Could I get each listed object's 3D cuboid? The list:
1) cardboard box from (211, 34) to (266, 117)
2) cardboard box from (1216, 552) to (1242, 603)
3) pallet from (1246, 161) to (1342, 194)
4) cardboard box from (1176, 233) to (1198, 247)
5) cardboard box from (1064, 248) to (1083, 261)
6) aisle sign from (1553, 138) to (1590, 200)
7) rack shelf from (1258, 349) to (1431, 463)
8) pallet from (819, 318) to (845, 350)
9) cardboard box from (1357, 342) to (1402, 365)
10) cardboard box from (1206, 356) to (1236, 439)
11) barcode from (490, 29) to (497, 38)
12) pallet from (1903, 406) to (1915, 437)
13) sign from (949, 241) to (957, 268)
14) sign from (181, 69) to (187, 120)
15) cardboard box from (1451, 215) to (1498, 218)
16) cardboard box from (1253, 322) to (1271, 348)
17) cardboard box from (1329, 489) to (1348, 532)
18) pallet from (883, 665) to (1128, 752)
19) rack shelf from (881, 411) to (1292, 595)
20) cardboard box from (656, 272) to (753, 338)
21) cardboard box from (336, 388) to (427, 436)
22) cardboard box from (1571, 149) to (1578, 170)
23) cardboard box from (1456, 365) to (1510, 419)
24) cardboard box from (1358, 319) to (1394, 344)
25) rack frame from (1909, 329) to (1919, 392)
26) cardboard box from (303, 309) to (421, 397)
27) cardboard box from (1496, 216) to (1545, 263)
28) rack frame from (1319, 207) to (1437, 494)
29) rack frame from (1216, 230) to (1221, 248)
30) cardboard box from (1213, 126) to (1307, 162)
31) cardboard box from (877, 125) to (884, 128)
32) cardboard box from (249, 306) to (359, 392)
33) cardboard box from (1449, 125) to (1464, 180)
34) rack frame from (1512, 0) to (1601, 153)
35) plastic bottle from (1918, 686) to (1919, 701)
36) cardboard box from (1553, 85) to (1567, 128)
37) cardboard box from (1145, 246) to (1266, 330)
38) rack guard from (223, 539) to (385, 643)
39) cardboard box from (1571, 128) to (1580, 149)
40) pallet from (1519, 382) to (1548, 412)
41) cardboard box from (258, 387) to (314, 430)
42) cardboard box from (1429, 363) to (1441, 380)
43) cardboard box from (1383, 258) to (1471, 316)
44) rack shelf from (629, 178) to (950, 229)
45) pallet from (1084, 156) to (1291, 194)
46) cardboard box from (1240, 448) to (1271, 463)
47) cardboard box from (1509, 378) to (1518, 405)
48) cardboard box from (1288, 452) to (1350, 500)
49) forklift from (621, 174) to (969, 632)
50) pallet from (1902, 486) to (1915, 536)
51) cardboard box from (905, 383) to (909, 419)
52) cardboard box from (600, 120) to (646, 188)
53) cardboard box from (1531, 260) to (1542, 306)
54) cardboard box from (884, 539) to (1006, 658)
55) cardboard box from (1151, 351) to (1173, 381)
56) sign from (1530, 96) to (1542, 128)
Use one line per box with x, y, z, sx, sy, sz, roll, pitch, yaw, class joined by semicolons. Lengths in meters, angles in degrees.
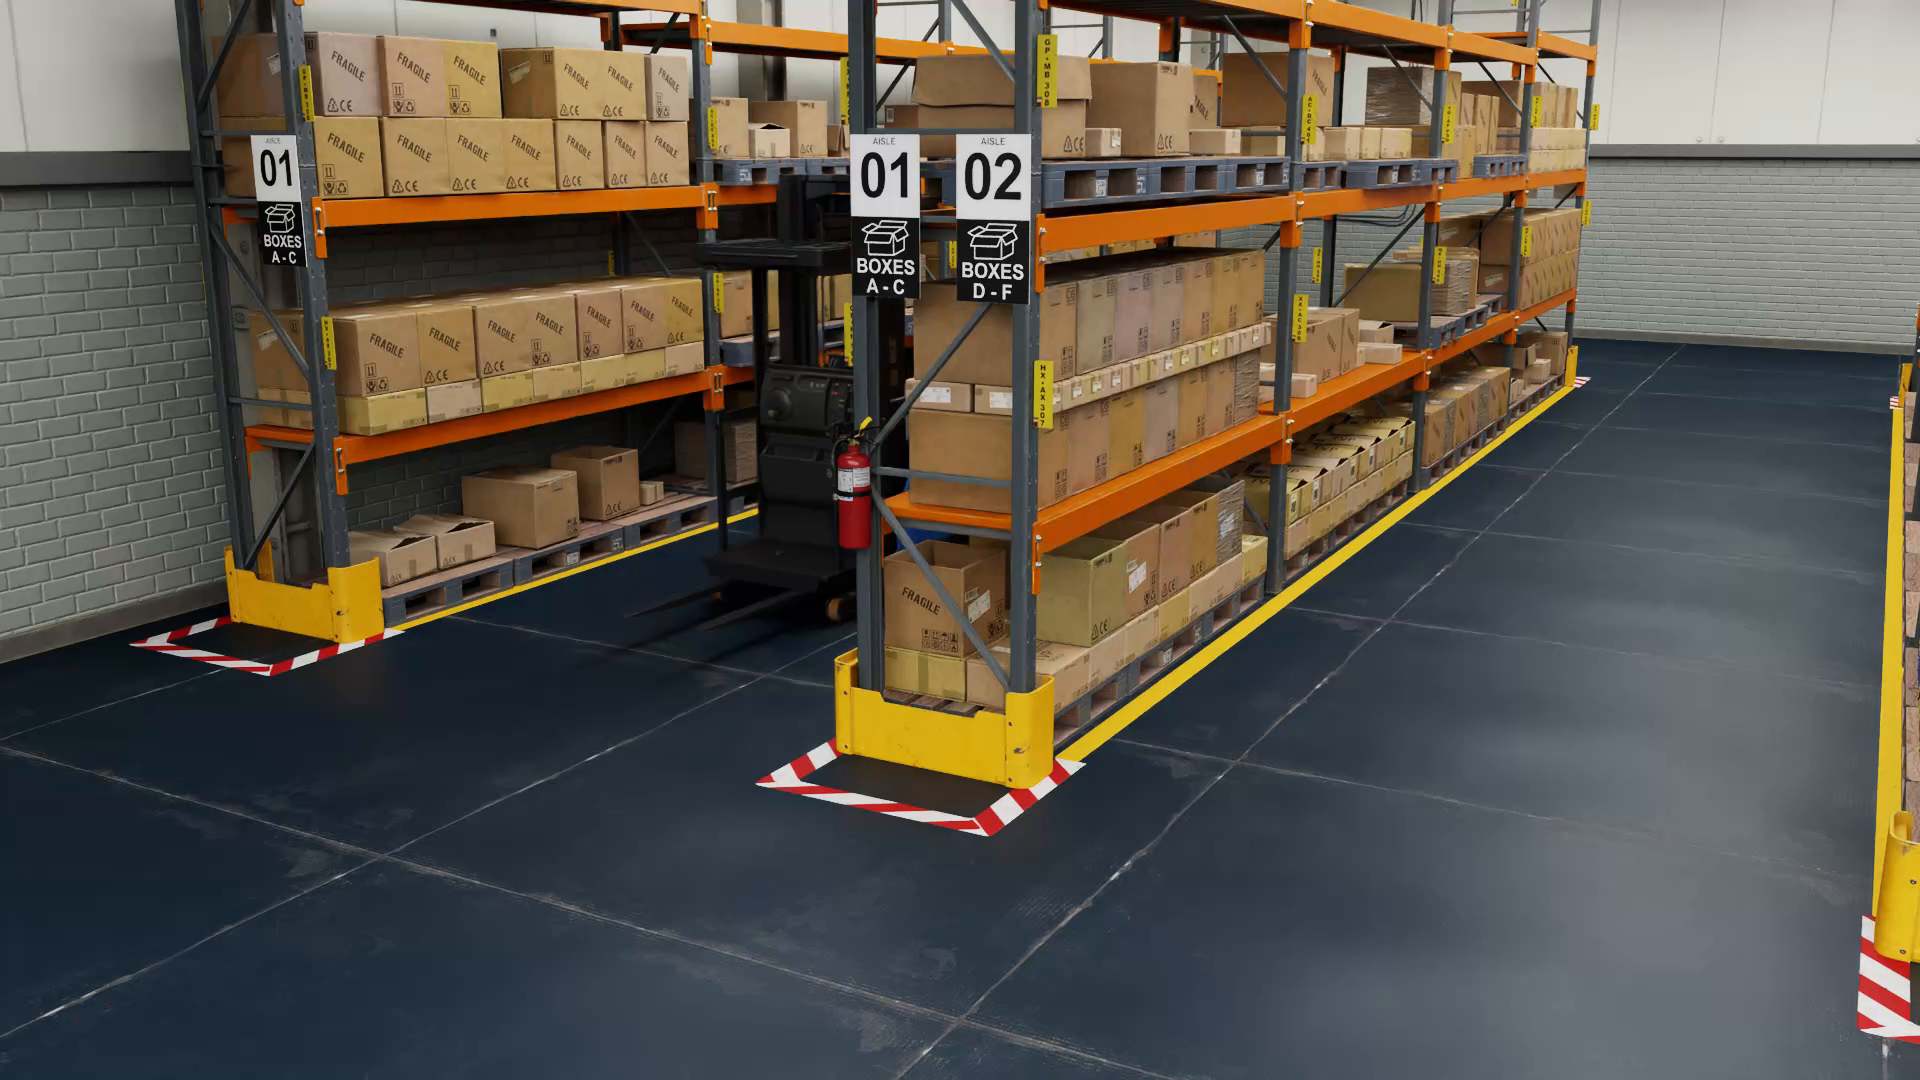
-4.439;-2.990;10.746;0.500;0.500;0.500;8;16;31;cardboard box
1.571;0.225;11.173;0.500;0.250;0.500;7;15;28;cardboard box
2.269;-2.677;12.245;0.805;0.209;1.217;7;15;26;pallet
2.737;-4.041;23.256;0.980;0.700;0.700;7;15;28;cardboard box
1.142;-3.305;19.952;0.500;0.500;0.500;8;15;28;cardboard box
7.956;-4.834;21.639;0.394;0.787;0.004;7;15;28;aisle sign
2.821;-1.190;13.604;1.077;0.370;4.000;7;15;28;rack shelf
-1.472;-2.006;15.865;1.003;0.211;1.213;7;15;28;pallet
3.594;-1.612;14.356;0.380;0.149;0.250;7;15;28;cardboard box
1.395;-0.977;10.974;0.700;0.500;0.500;7;15;27;cardboard box
-3.533;-3.835;12.588;0.001;0.075;0.075;7;15;28;barcode
10.966;-1.260;18.308;1.003;0.211;1.213;7;15;28;pallet
-0.071;-2.975;17.173;0.100;0.325;0.005;7;15;28;sign
-4.894;-2.825;10.561;0.100;0.325;0.005;7;15;28;sign
5.984;-3.544;19.486;0.500;0.500;0.500;7;15;27;cardboard box
1.910;-1.413;11.398;0.380;0.149;0.250;7;15;28;cardboard box
2.762;-0.263;13.194;0.500;0.250;0.500;7;15;26;cardboard box
0.253;0.885;9.411;1.003;0.211;1.213;7;15;28;pallet
0.887;-0.369;10.200;1.077;0.370;4.000;7;15;28;rack shelf
-2.209;-2.053;14.496;0.700;0.500;0.500;7;15;28;cardboard box
-3.904;-0.870;11.020;0.500;0.250;0.500;7;15;26;cardboard box
7.386;-4.740;20.714;0.500;0.250;0.500;7;15;28;cardboard box
5.733;-1.636;18.313;0.500;0.500;0.500;7;15;28;cardboard box
3.573;-1.837;14.943;0.500;0.311;0.500;9;16;32;cardboard box
11.989;-3.029;19.699;1.000;3.000;0.127;7;15;28;rack frame
-3.924;-1.234;10.931;0.500;0.500;0.500;7;15;28;cardboard box
6.444;-3.476;19.205;0.500;0.500;0.500;7;15;26;cardboard box
3.787;-1.950;15.222;1.000;3.000;0.127;7;15;28;rack frame
3.317;-4.152;24.355;1.000;3.000;0.127;7;15;28;rack frame
2.160;-2.844;11.954;0.500;0.250;0.500;9;16;34;cardboard box
-1.100;-3.905;16.676;0.500;0.500;0.500;7;15;28;cardboard box
-4.376;-1.291;11.167;0.500;0.500;0.500;7;15;27;cardboard box
4.215;-3.655;15.680;0.910;0.500;0.500;7;15;28;cardboard box
7.655;-6.508;21.327;1.000;3.000;0.127;7;15;28;rack frame
5.227;0.726;8.980;0.061;0.283;0.133;8;16;31;plastic bottle
6.957;-5.269;20.243;0.700;0.500;0.500;7;15;28;cardboard box
1.645;-1.717;11.273;0.700;0.500;0.500;7;15;28;cardboard box
-4.381;0.330;11.096;1.175;0.500;0.348;7;15;28;rack guard
7.388;-4.983;20.655;0.500;0.250;0.500;7;15;28;cardboard box
6.643;-1.807;20.579;1.003;0.211;1.213;7;15;28;pallet
-4.362;-0.924;11.243;0.500;0.250;0.500;8;16;29;cardboard box
4.790;-1.857;17.631;0.500;0.250;0.500;7;15;28;cardboard box
4.602;-2.511;16.438;0.700;0.500;0.500;11;17;38;cardboard box
-1.518;-3.209;15.577;1.077;0.370;4.000;7;15;28;rack shelf
1.464;-2.367;10.739;1.003;0.211;1.213;7;15;28;pallet
2.288;-0.595;13.374;0.500;0.311;0.500;7;15;28;cardboard box
6.113;-1.739;19.145;0.500;0.311;0.500;7;15;28;cardboard box
2.767;-0.534;13.124;0.500;0.311;0.500;7;15;26;cardboard box
-1.101;-0.993;11.398;1.130;2.935;3.031;8;16;30;forklift
8.466;-0.199;13.908;1.003;0.211;1.213;7;15;28;pallet
-0.853;-1.356;17.151;0.700;0.500;0.500;8;16;29;cardboard box
-2.768;-2.972;12.807;0.500;0.500;0.500;6;15;23;cardboard box
6.451;-2.998;19.357;0.500;0.500;0.500;8;16;29;cardboard box
-0.081;0.316;9.195;0.500;0.500;0.500;7;15;28;cardboard box
1.042;-1.044;9.866;0.380;0.149;0.250;8;15;29;cardboard box
6.209;-4.610;17.910;0.100;0.325;0.005;7;15;28;sign
